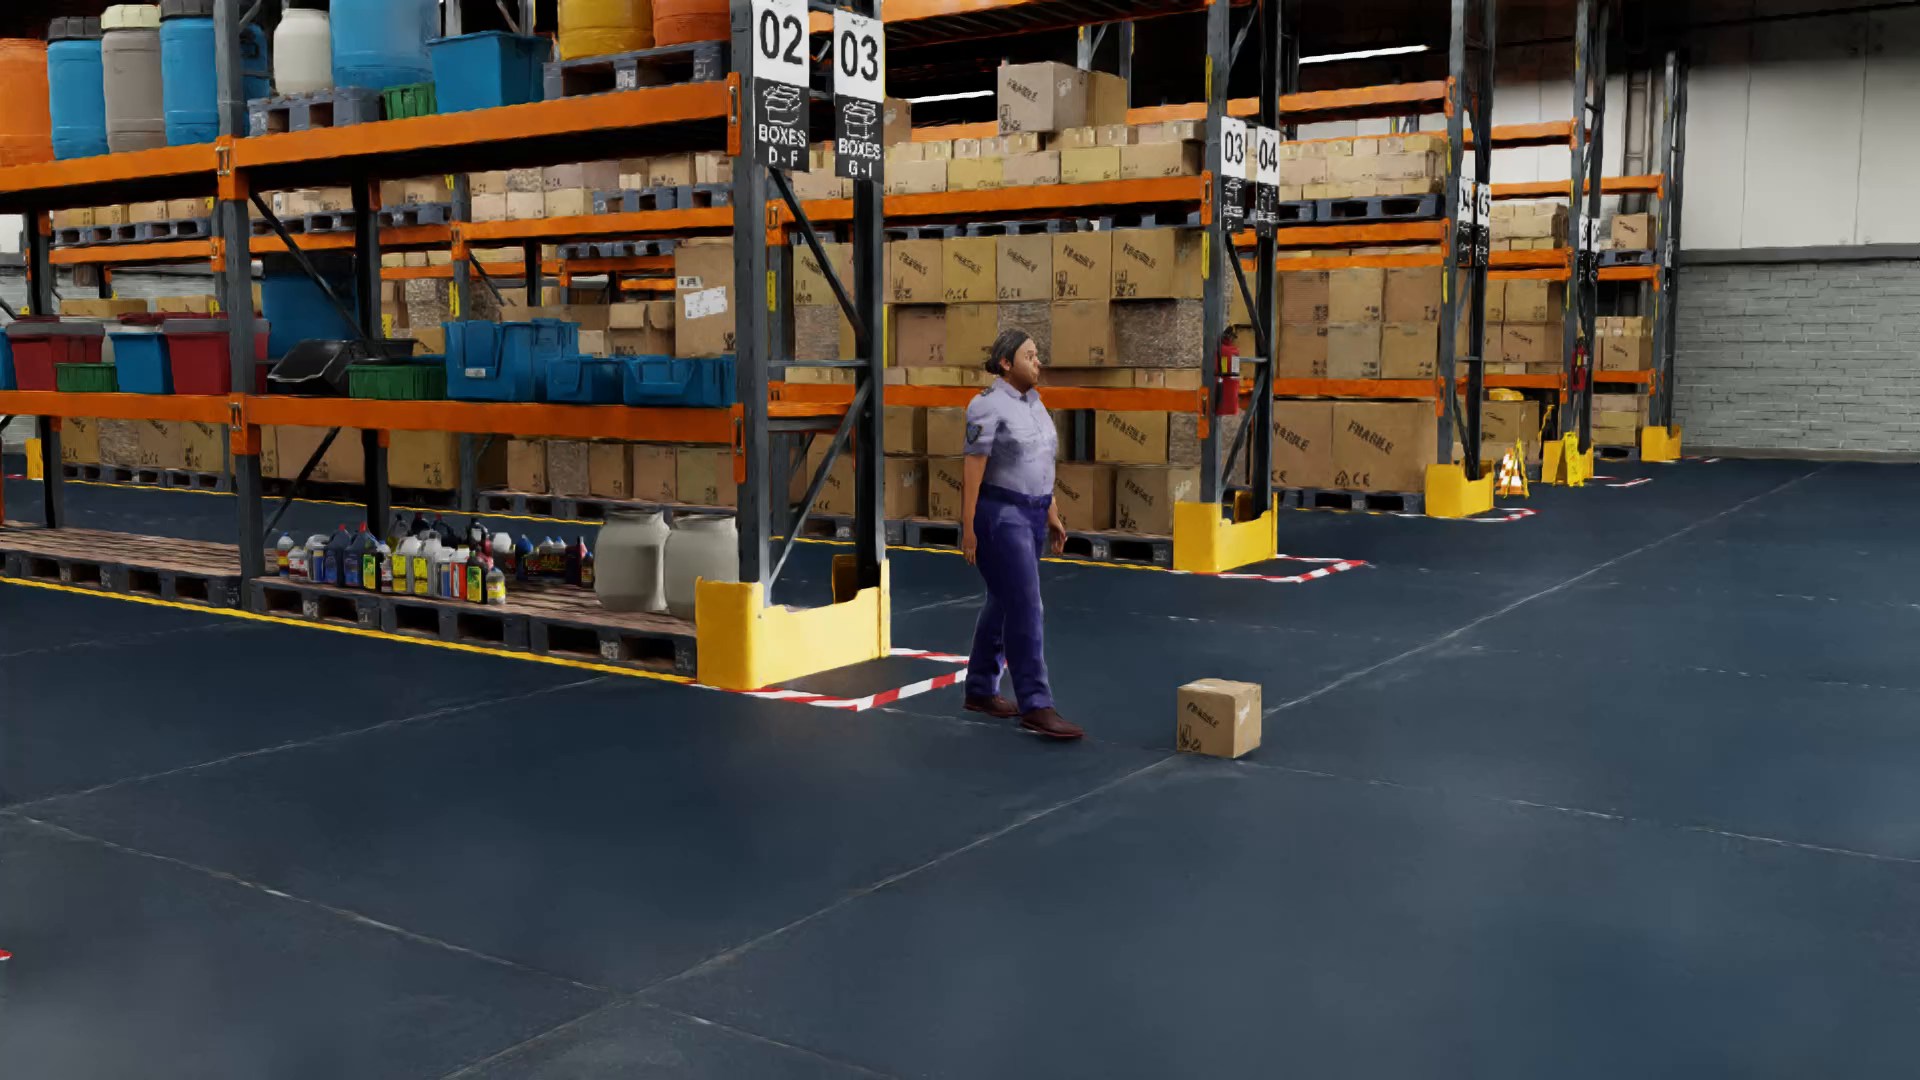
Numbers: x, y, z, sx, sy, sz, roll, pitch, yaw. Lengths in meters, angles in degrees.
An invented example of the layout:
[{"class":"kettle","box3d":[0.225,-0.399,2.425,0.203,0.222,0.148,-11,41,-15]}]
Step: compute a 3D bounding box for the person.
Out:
[{"class":"person","box3d":[0.295,-0.052,6.912,0.677,1.638,0.494,4,7,29]}]
